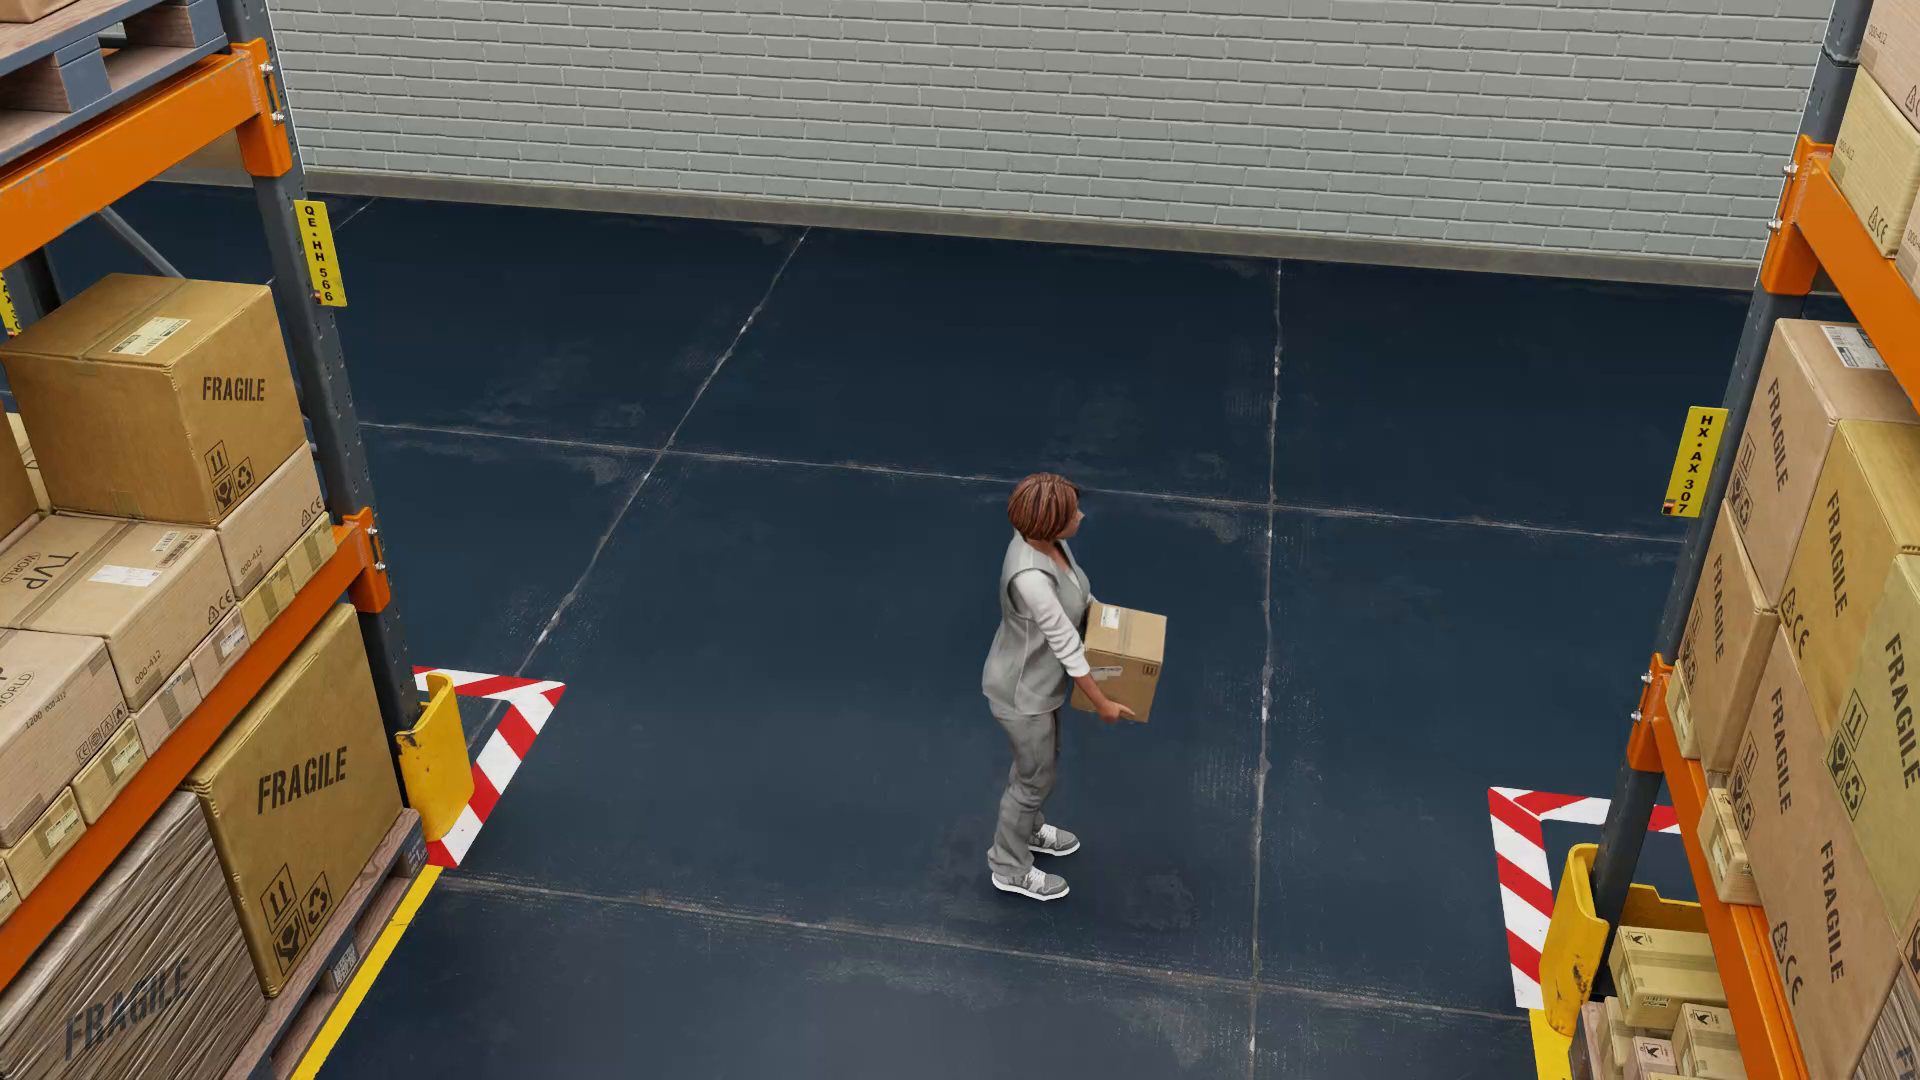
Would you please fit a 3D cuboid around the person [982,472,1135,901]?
[{"bbox_3d":[0.324,0.483,5.403,0.505,1.599,0.375,5,33,8],"label":"person"}]
